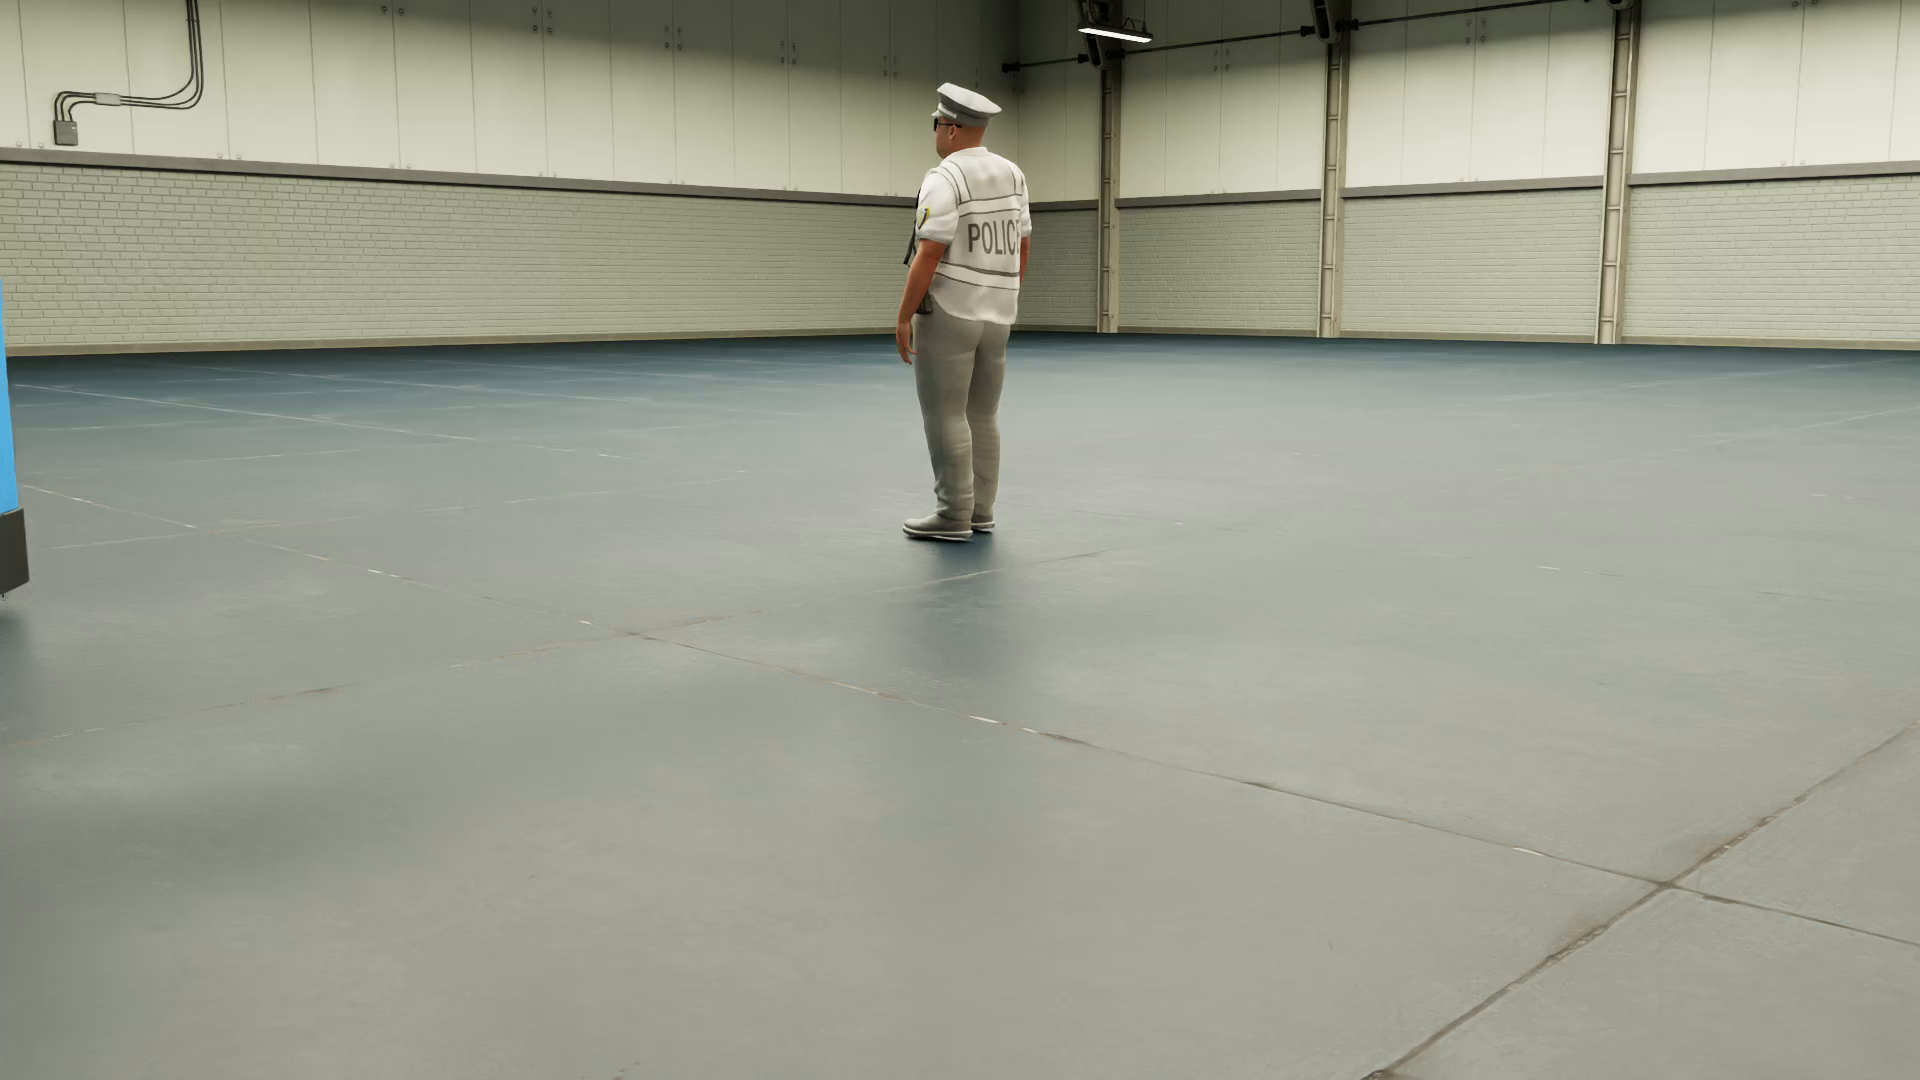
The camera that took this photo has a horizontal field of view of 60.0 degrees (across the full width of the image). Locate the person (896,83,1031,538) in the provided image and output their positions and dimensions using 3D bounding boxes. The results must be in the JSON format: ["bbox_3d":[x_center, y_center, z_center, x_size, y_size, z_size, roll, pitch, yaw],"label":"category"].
[{"bbox_3d":[-0.047,-0.897,6.646,0.575,1.781,0.640,8,12,43],"label":"person"}]

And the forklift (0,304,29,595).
[{"bbox_3d":[-4.395,-1.137,4.427,3.031,2.935,1.130,-2,9,-11],"label":"forklift"}]
